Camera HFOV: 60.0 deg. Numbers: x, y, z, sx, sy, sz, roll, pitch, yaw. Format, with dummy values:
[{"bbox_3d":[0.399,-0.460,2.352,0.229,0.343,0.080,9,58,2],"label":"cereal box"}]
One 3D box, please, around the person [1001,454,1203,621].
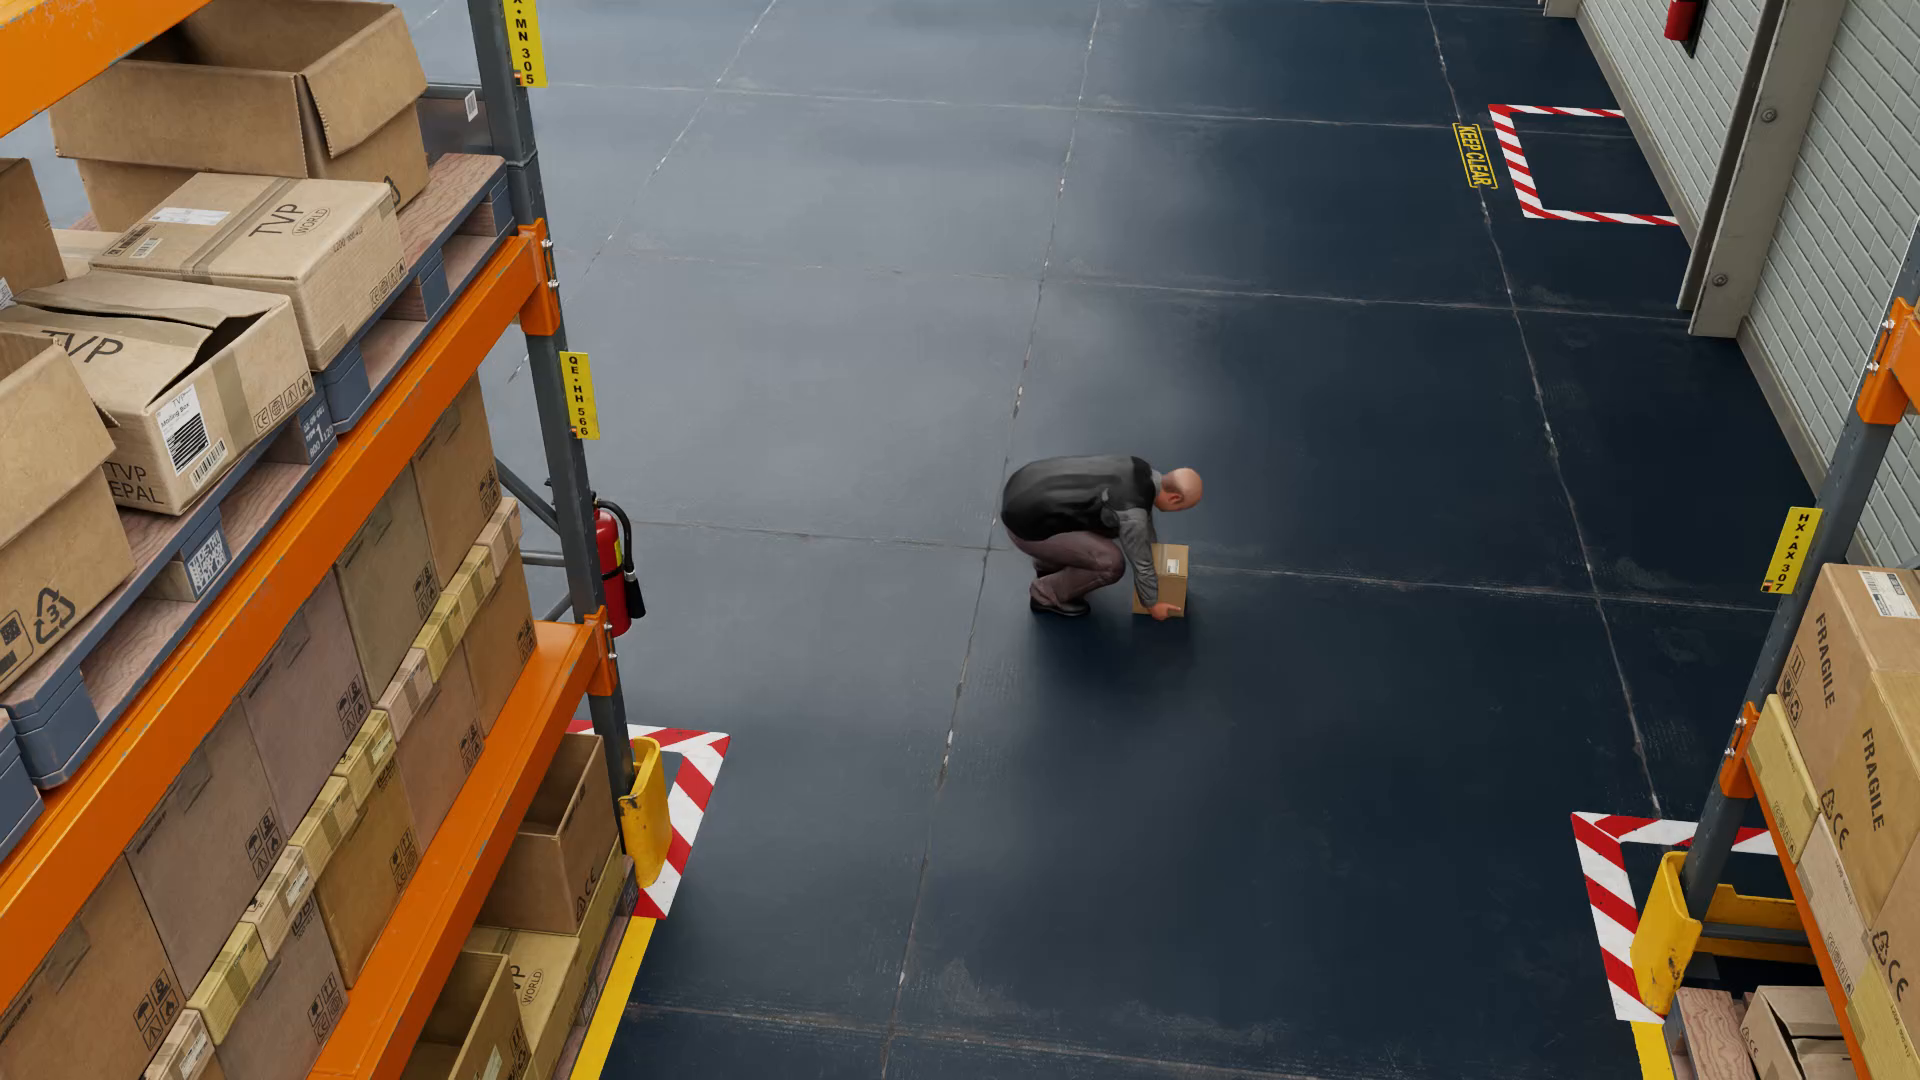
[{"bbox_3d":[0.667,-0.039,7.941,0.939,0.790,0.505,4,36,5],"label":"person"}]
